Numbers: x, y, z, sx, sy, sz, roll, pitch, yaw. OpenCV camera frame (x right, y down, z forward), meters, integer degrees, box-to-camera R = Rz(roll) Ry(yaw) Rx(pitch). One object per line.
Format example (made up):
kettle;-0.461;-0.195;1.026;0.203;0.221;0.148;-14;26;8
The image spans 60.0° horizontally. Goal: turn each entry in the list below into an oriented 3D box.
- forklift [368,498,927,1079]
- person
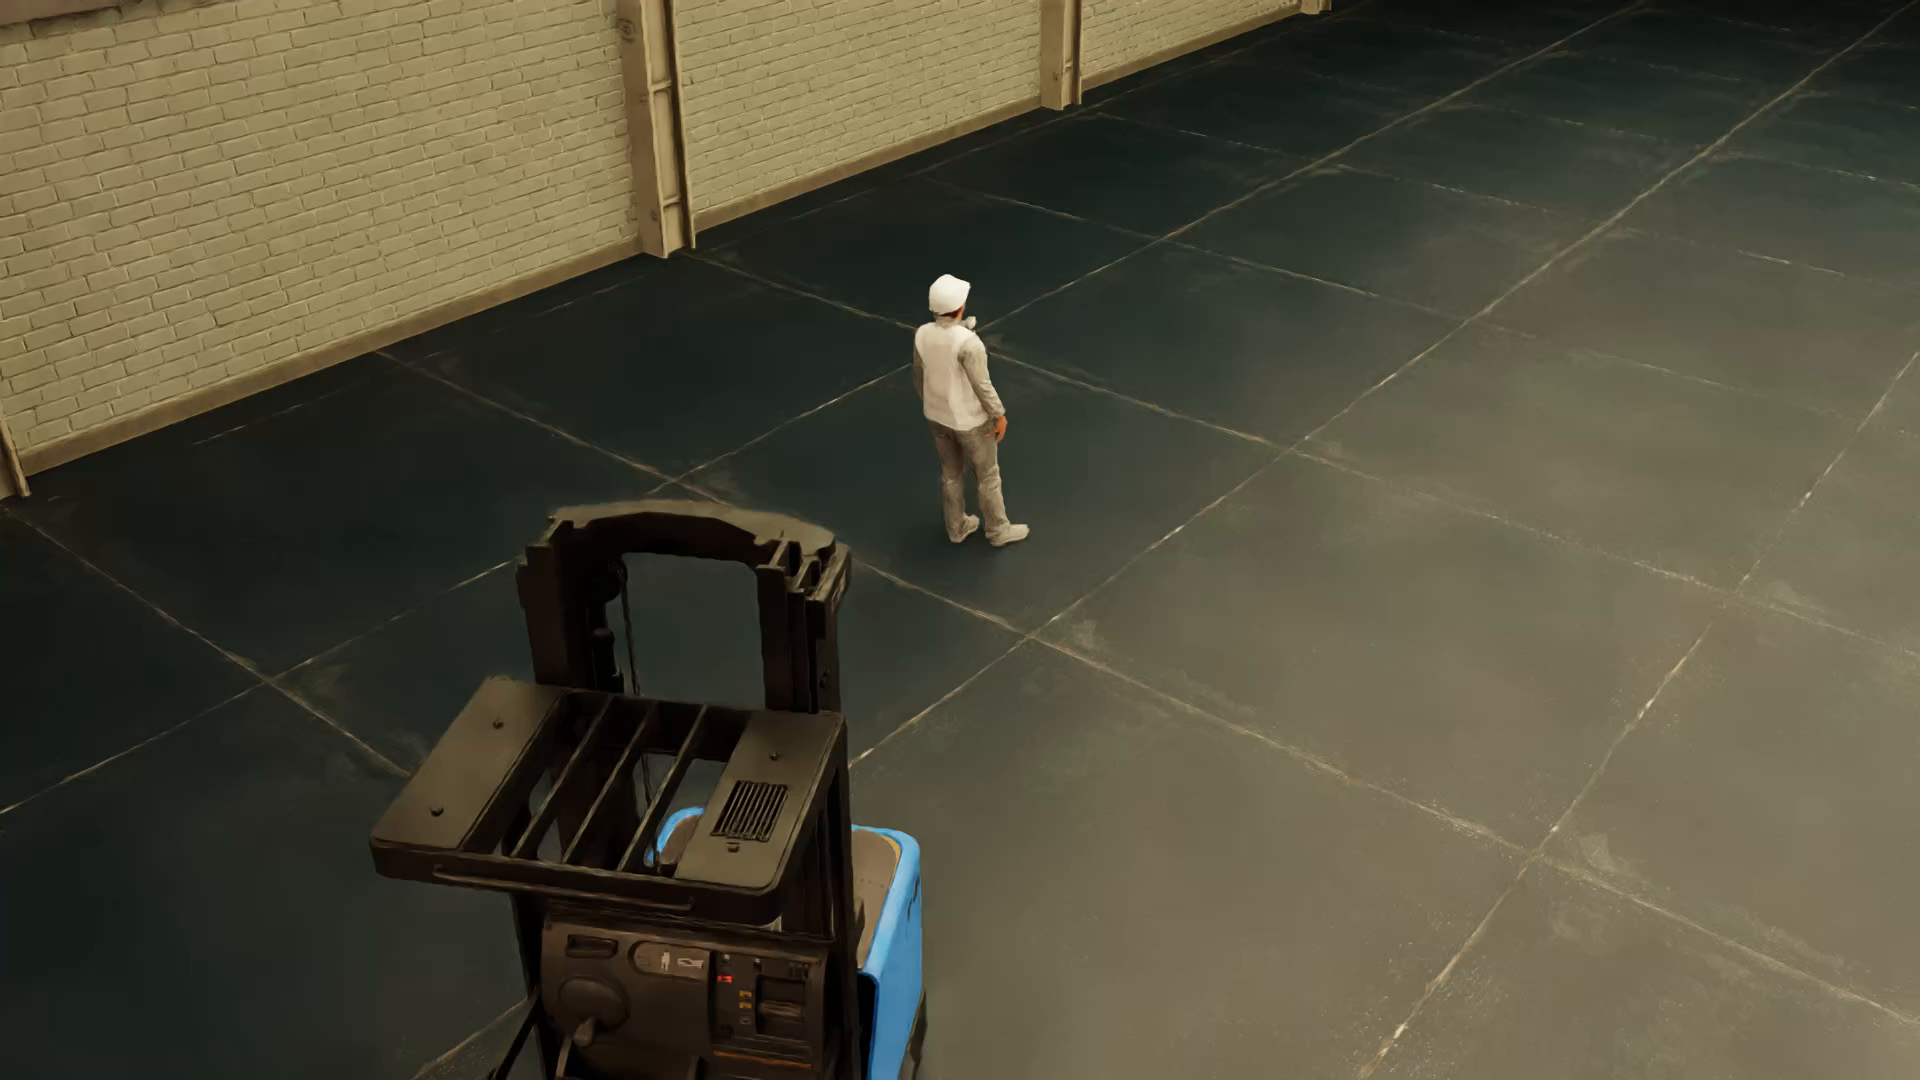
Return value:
forklift;-0.911;1.479;5.063;1.130;2.935;3.031;5;31;9
person;0.046;-0.792;10.088;0.632;1.768;0.567;22;37;33
